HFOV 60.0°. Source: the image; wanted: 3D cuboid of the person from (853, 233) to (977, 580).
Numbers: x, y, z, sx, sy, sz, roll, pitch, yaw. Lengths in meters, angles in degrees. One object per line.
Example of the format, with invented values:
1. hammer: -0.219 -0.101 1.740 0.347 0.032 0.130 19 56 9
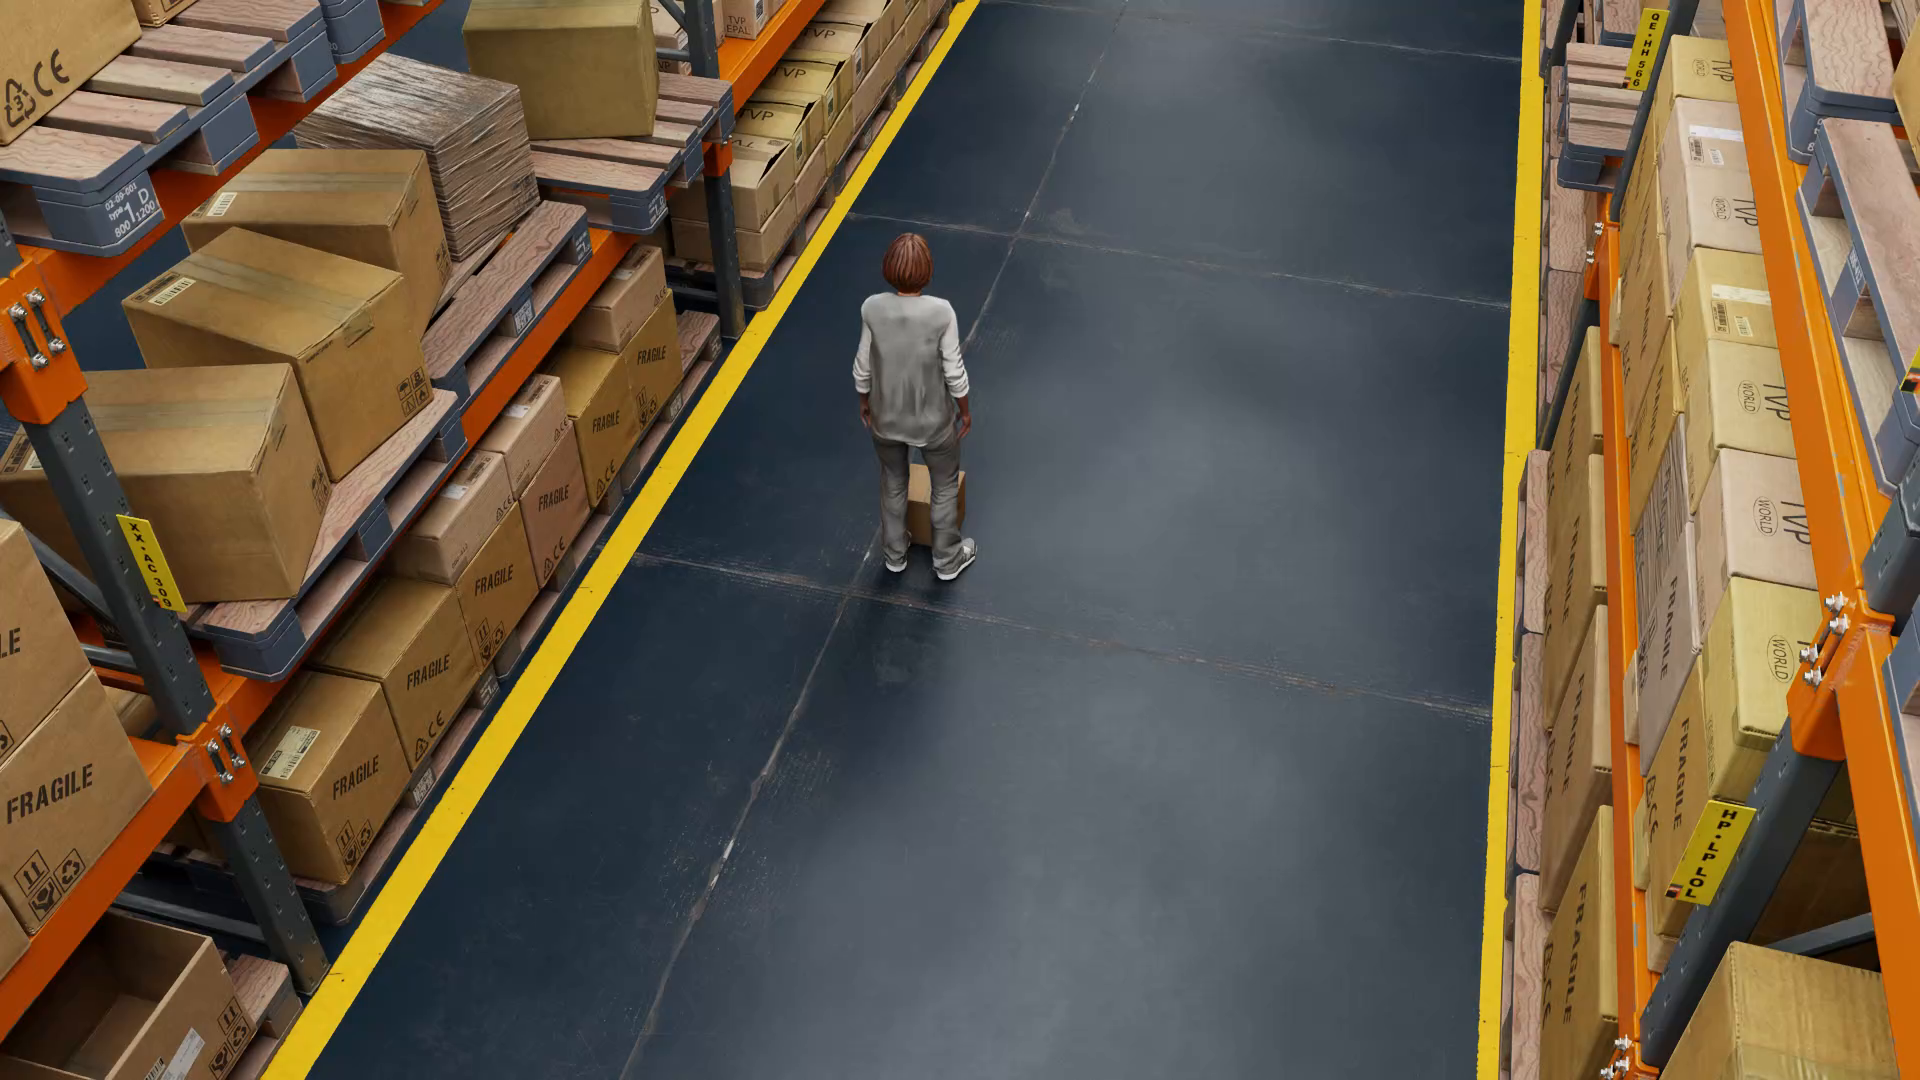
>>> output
1. person: -0.184 -0.457 6.766 0.483 1.481 0.340 8 42 9
